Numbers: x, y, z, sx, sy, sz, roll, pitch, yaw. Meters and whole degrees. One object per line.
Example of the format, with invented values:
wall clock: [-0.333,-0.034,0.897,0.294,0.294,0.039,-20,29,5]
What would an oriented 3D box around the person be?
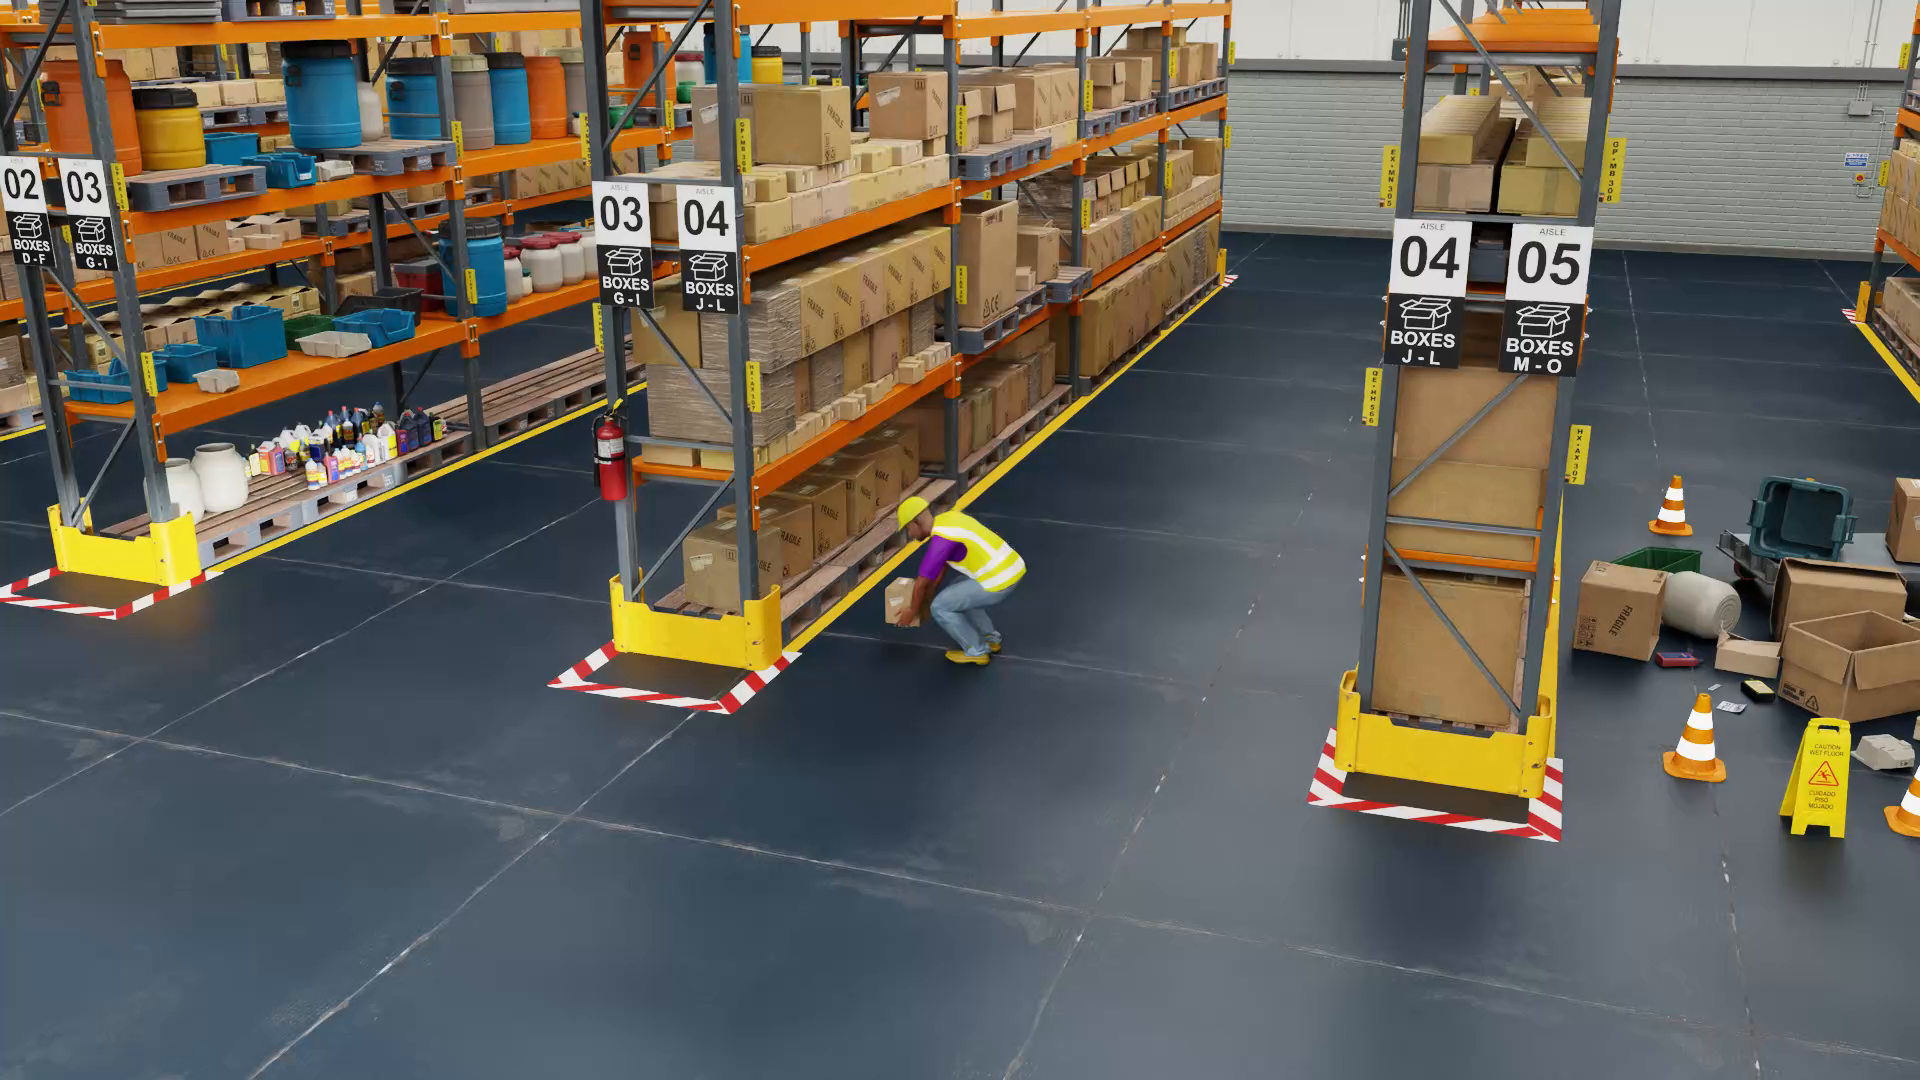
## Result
person: [-0.005,0.266,11.267,0.860,1.111,0.603,6,20,18]
